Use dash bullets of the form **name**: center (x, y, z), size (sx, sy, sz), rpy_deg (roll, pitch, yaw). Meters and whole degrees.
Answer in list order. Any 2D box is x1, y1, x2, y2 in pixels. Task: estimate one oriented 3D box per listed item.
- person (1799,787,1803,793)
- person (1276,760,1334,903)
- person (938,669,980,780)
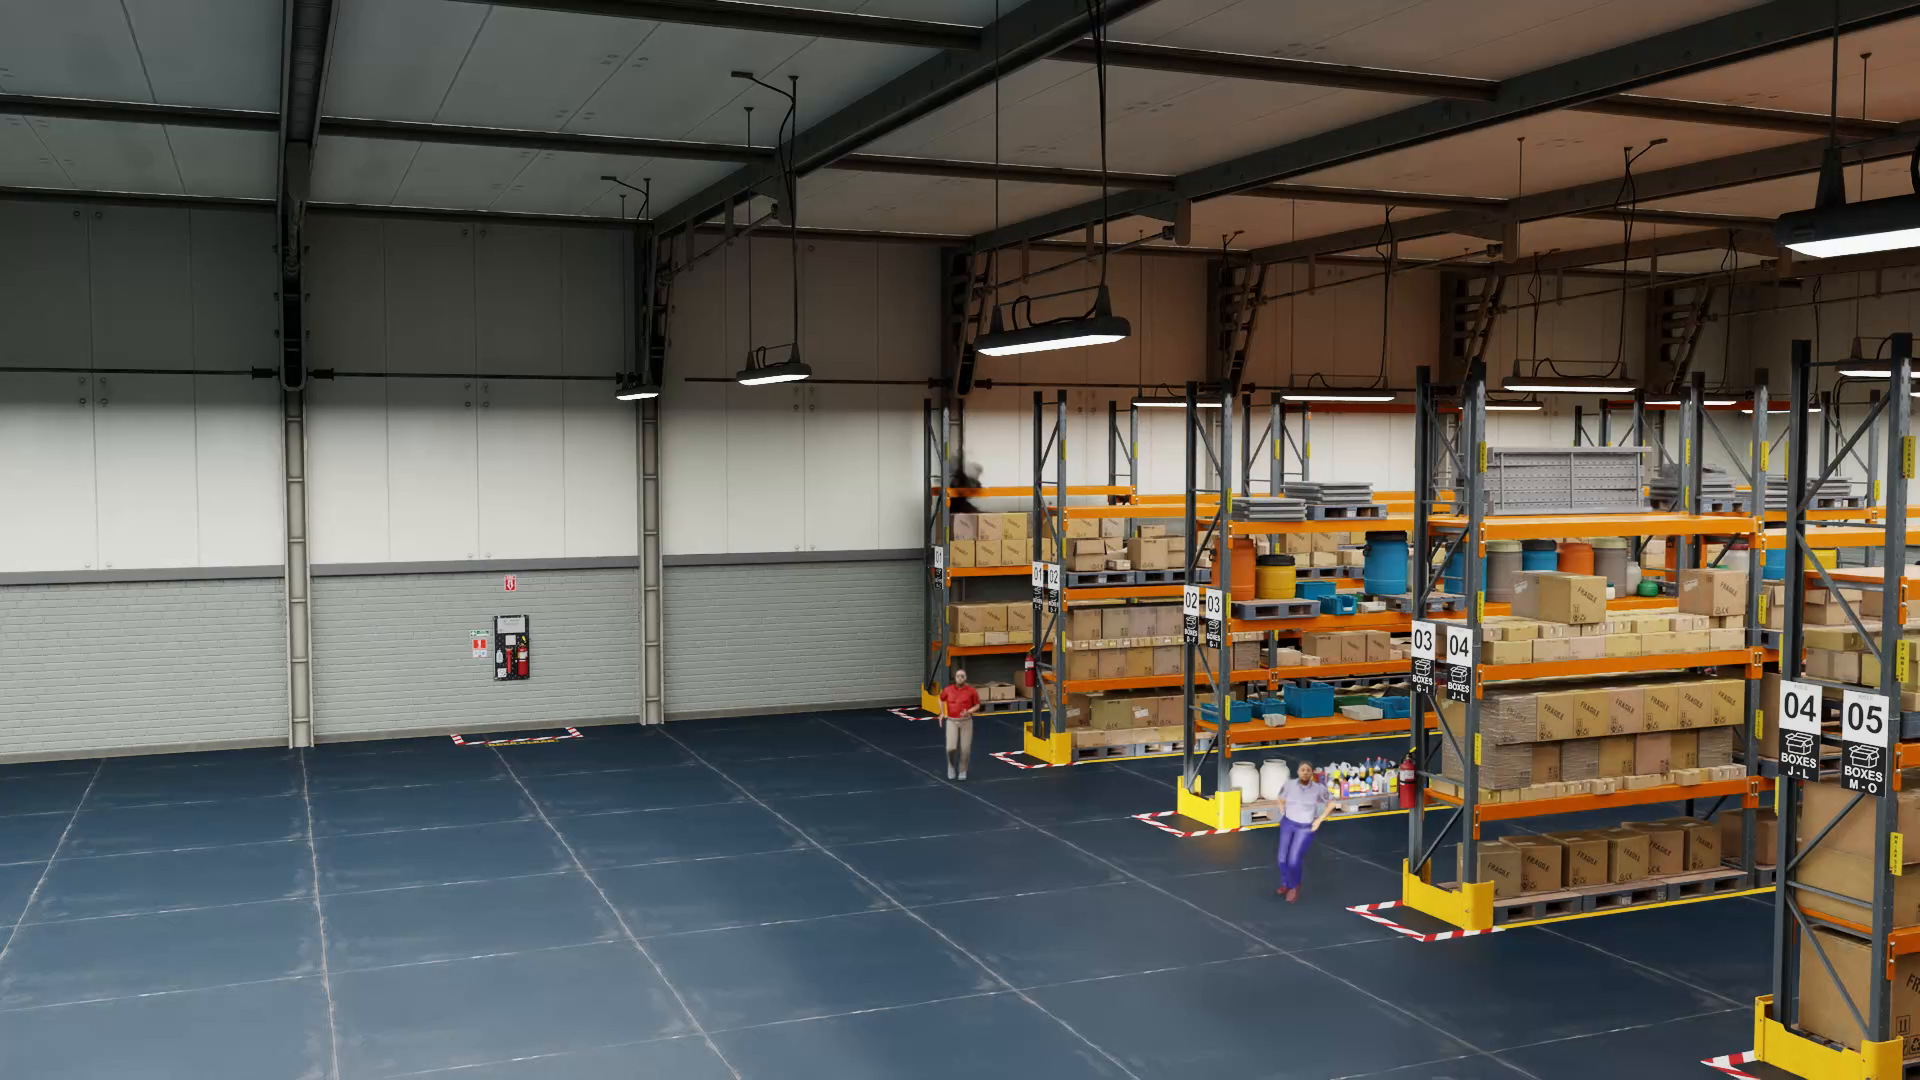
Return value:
- **person**: center (11.298, 3.032, 22.446), size (0.894, 1.570, 0.537), rpy_deg (-1, 4, -23)
- **person**: center (3.811, 3.276, 18.660), size (0.607, 1.629, 0.624), rpy_deg (2, 4, 33)
- **person**: center (-0.016, 2.816, 25.258), size (0.649, 1.692, 0.646), rpy_deg (0, 3, 2)
